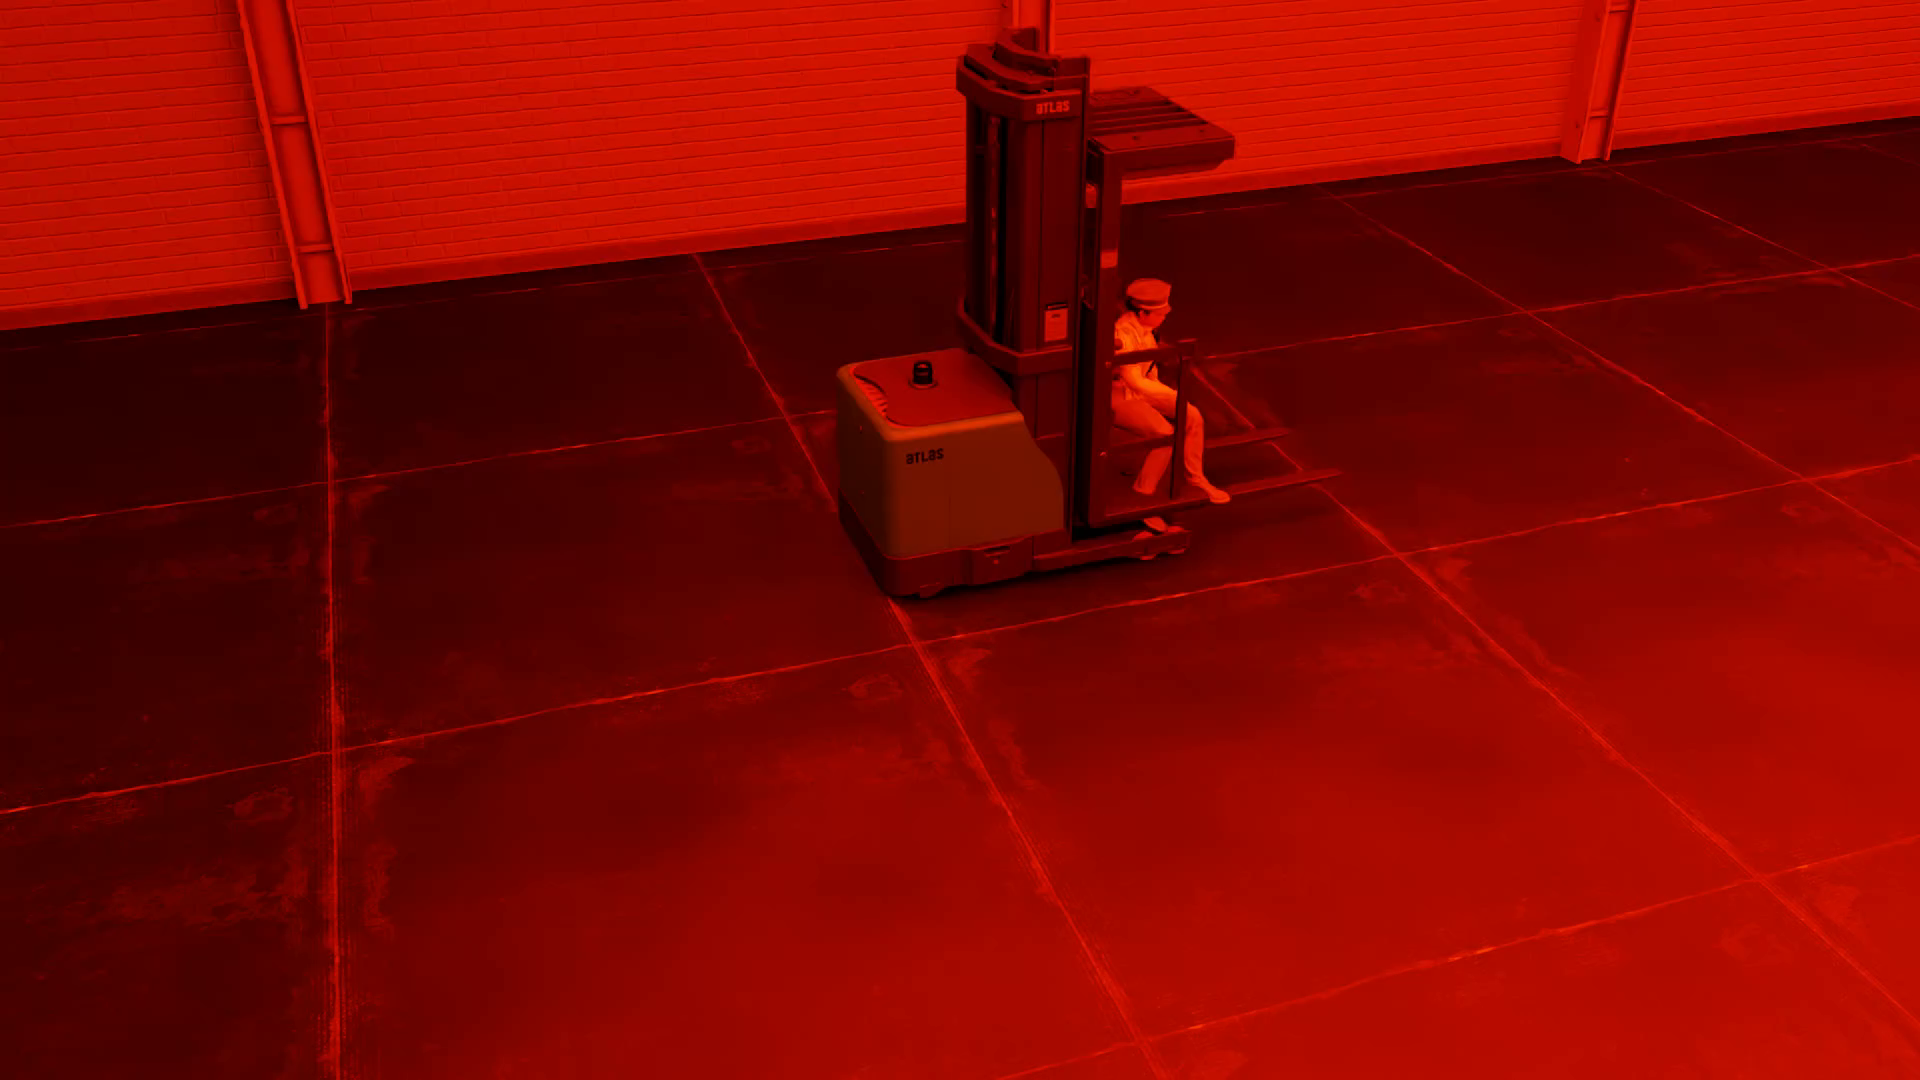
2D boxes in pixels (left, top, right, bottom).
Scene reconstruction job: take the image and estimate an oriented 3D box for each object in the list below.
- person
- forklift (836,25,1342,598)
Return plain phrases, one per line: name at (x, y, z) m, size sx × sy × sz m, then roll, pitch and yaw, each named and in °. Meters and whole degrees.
person at (1.223, -0.826, 9.766) m, size 0.883 × 1.405 × 0.708 m, roll 13°, pitch 33°, yaw 22°
forklift at (0.837, -1.387, 9.498) m, size 3.031 × 2.935 × 1.130 m, roll -10°, pitch 32°, yaw -18°
